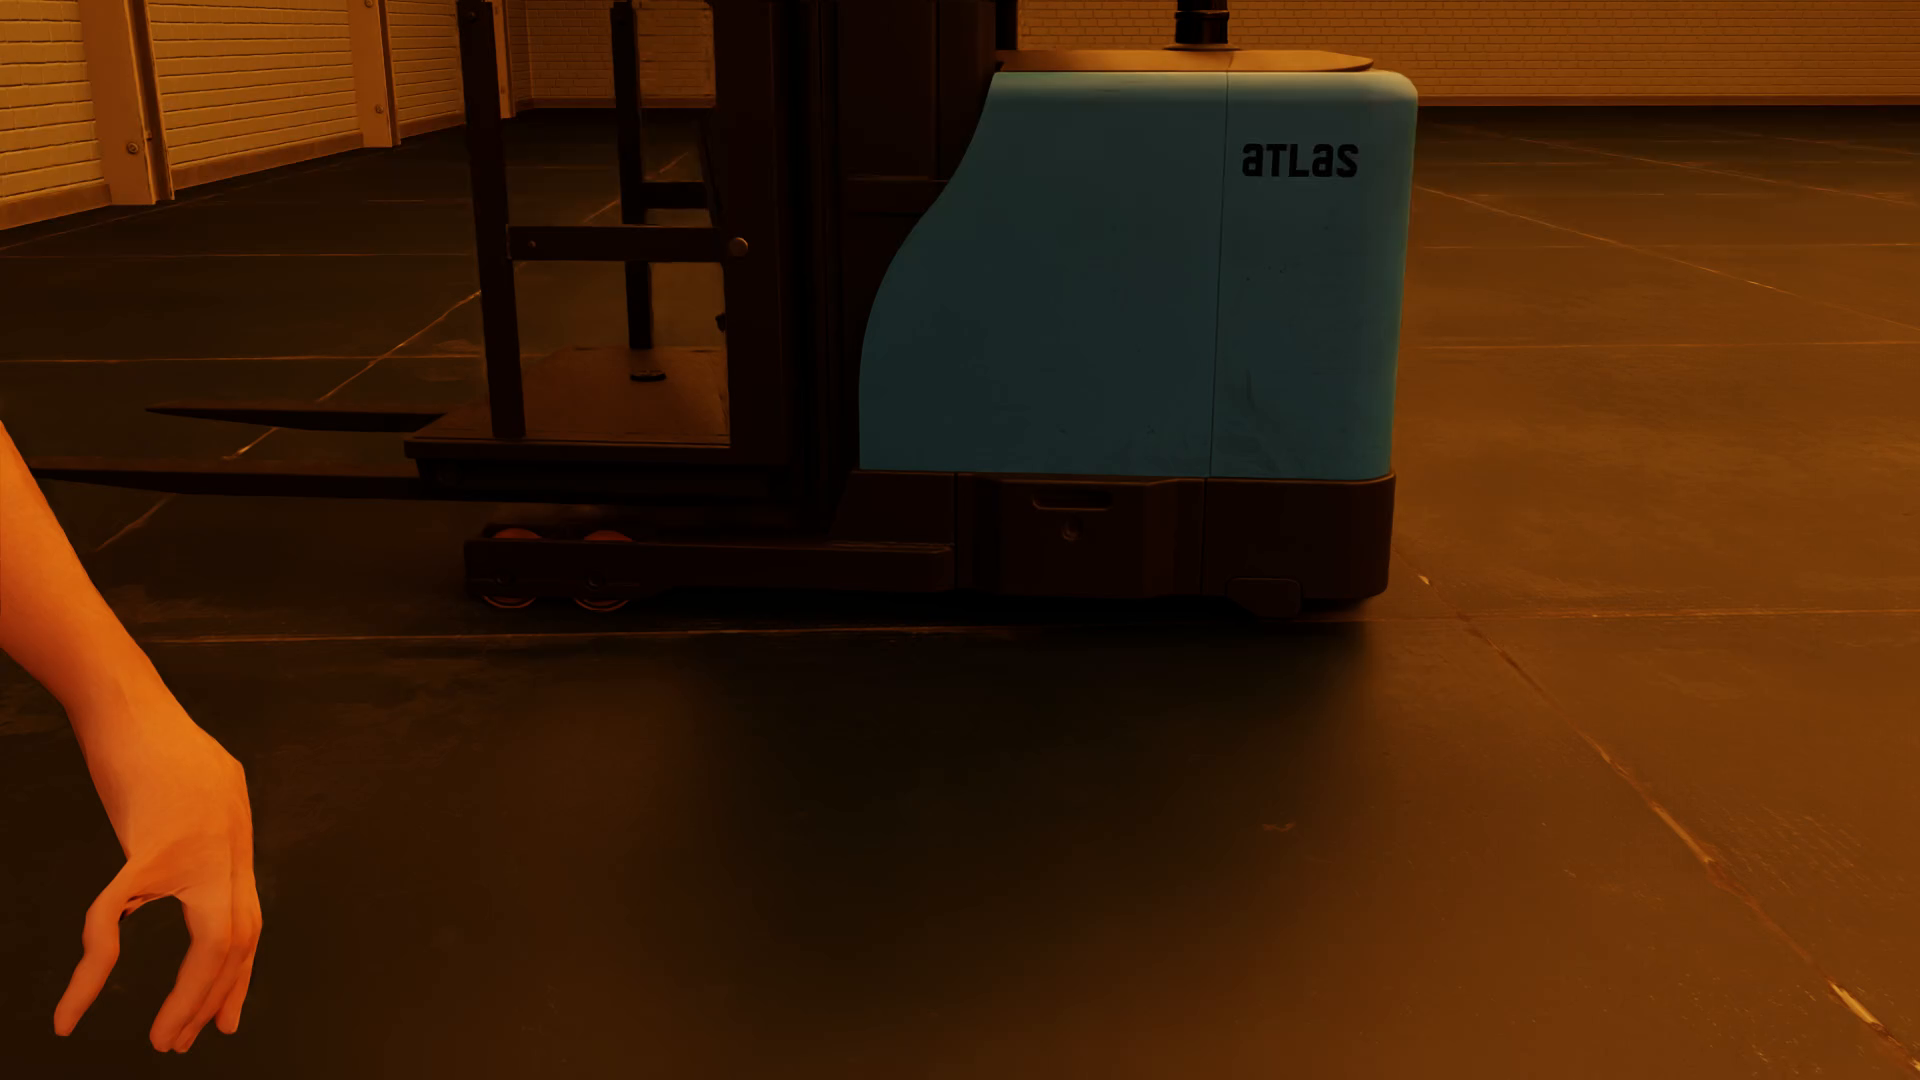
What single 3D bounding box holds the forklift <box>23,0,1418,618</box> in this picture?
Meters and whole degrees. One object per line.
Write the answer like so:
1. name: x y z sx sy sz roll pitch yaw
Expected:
1. forklift: -0.605 -1.404 3.498 3.031 2.935 1.130 2 17 5
